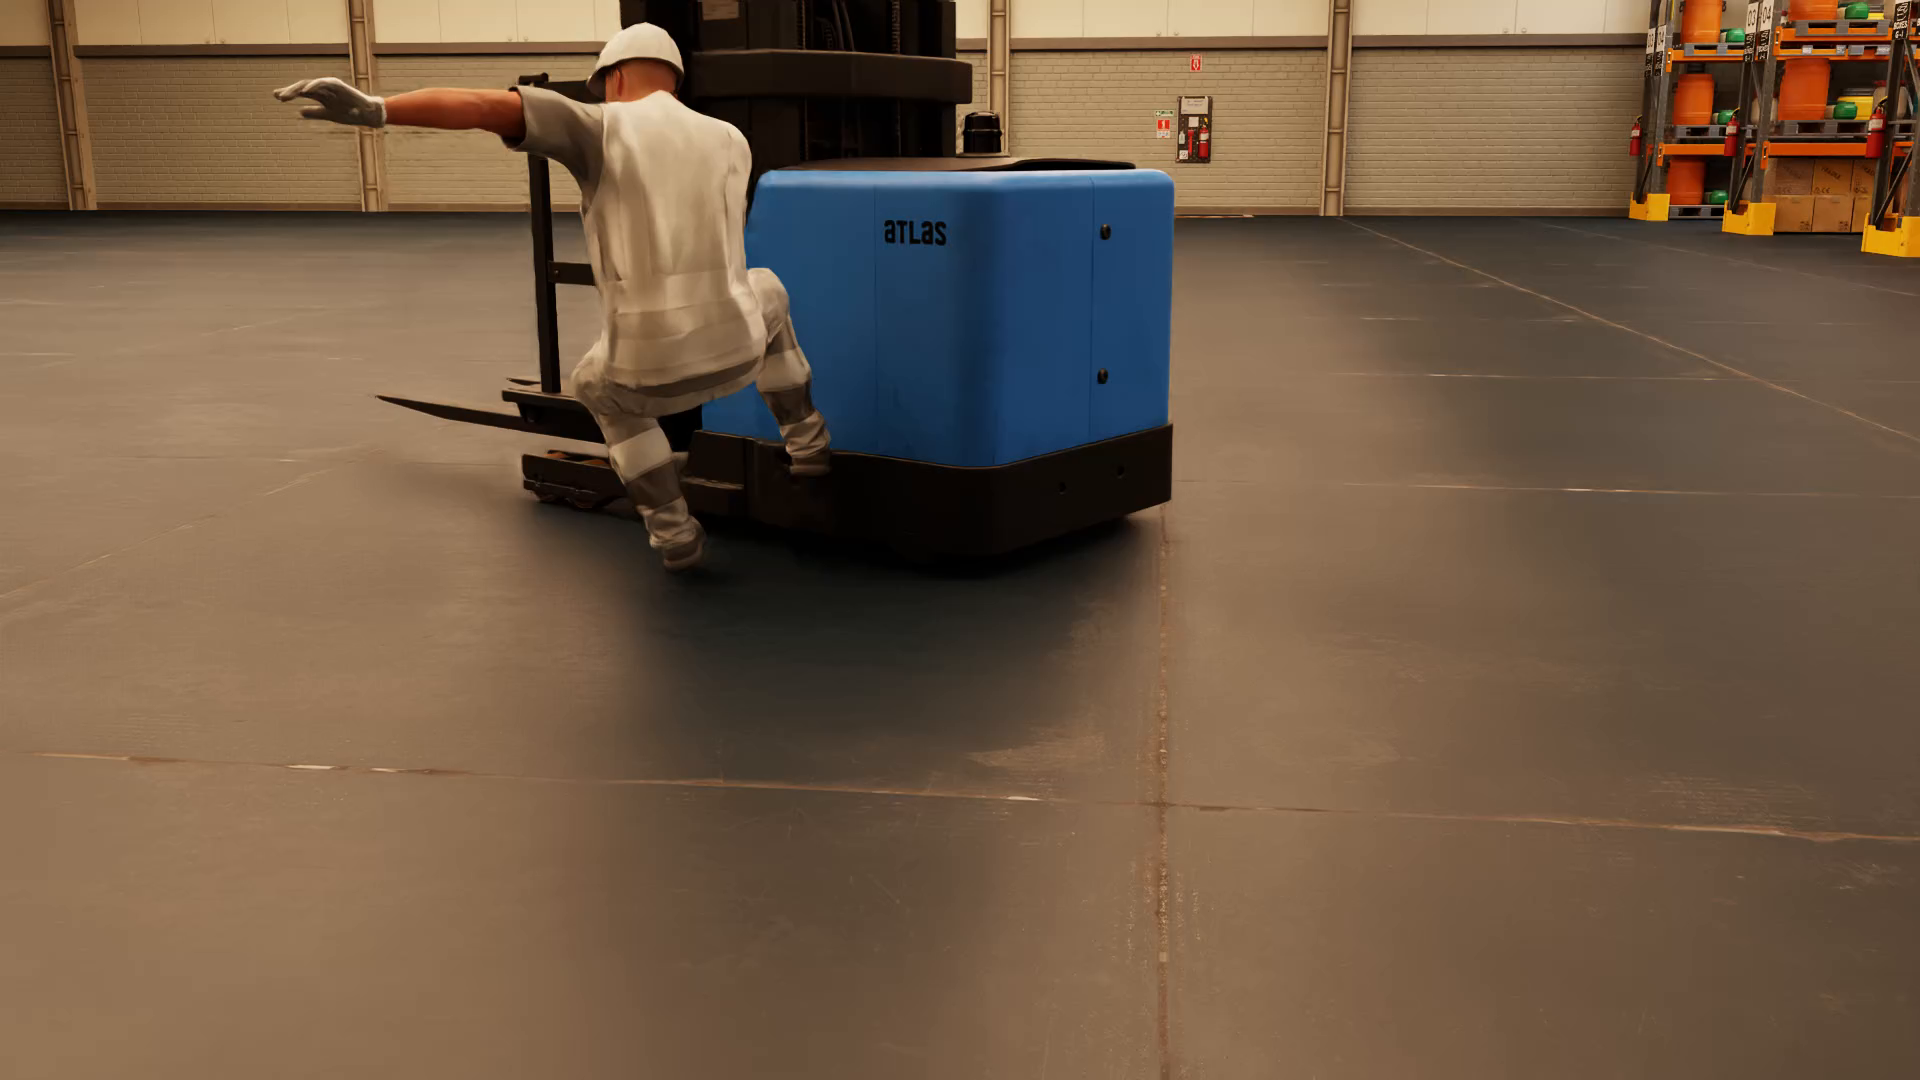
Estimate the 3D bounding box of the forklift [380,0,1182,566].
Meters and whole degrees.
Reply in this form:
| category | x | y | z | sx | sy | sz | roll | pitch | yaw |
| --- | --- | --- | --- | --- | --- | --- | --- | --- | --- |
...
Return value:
| category | x | y | z | sx | sy | sz | roll | pitch | yaw |
| --- | --- | --- | --- | --- | --- | --- | --- | --- | --- |
| forklift | -0.799 | -1.605 | 5.373 | 3.031 | 2.935 | 1.130 | 10 | 16 | 37 |

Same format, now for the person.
| category | x | y | z | sx | sy | sz | roll | pitch | yaw |
| --- | --- | --- | --- | --- | --- | --- | --- | --- | --- |
| person | -0.885 | -0.581 | 4.084 | 1.579 | 1.382 | 0.787 | -10 | 17 | -37 |
